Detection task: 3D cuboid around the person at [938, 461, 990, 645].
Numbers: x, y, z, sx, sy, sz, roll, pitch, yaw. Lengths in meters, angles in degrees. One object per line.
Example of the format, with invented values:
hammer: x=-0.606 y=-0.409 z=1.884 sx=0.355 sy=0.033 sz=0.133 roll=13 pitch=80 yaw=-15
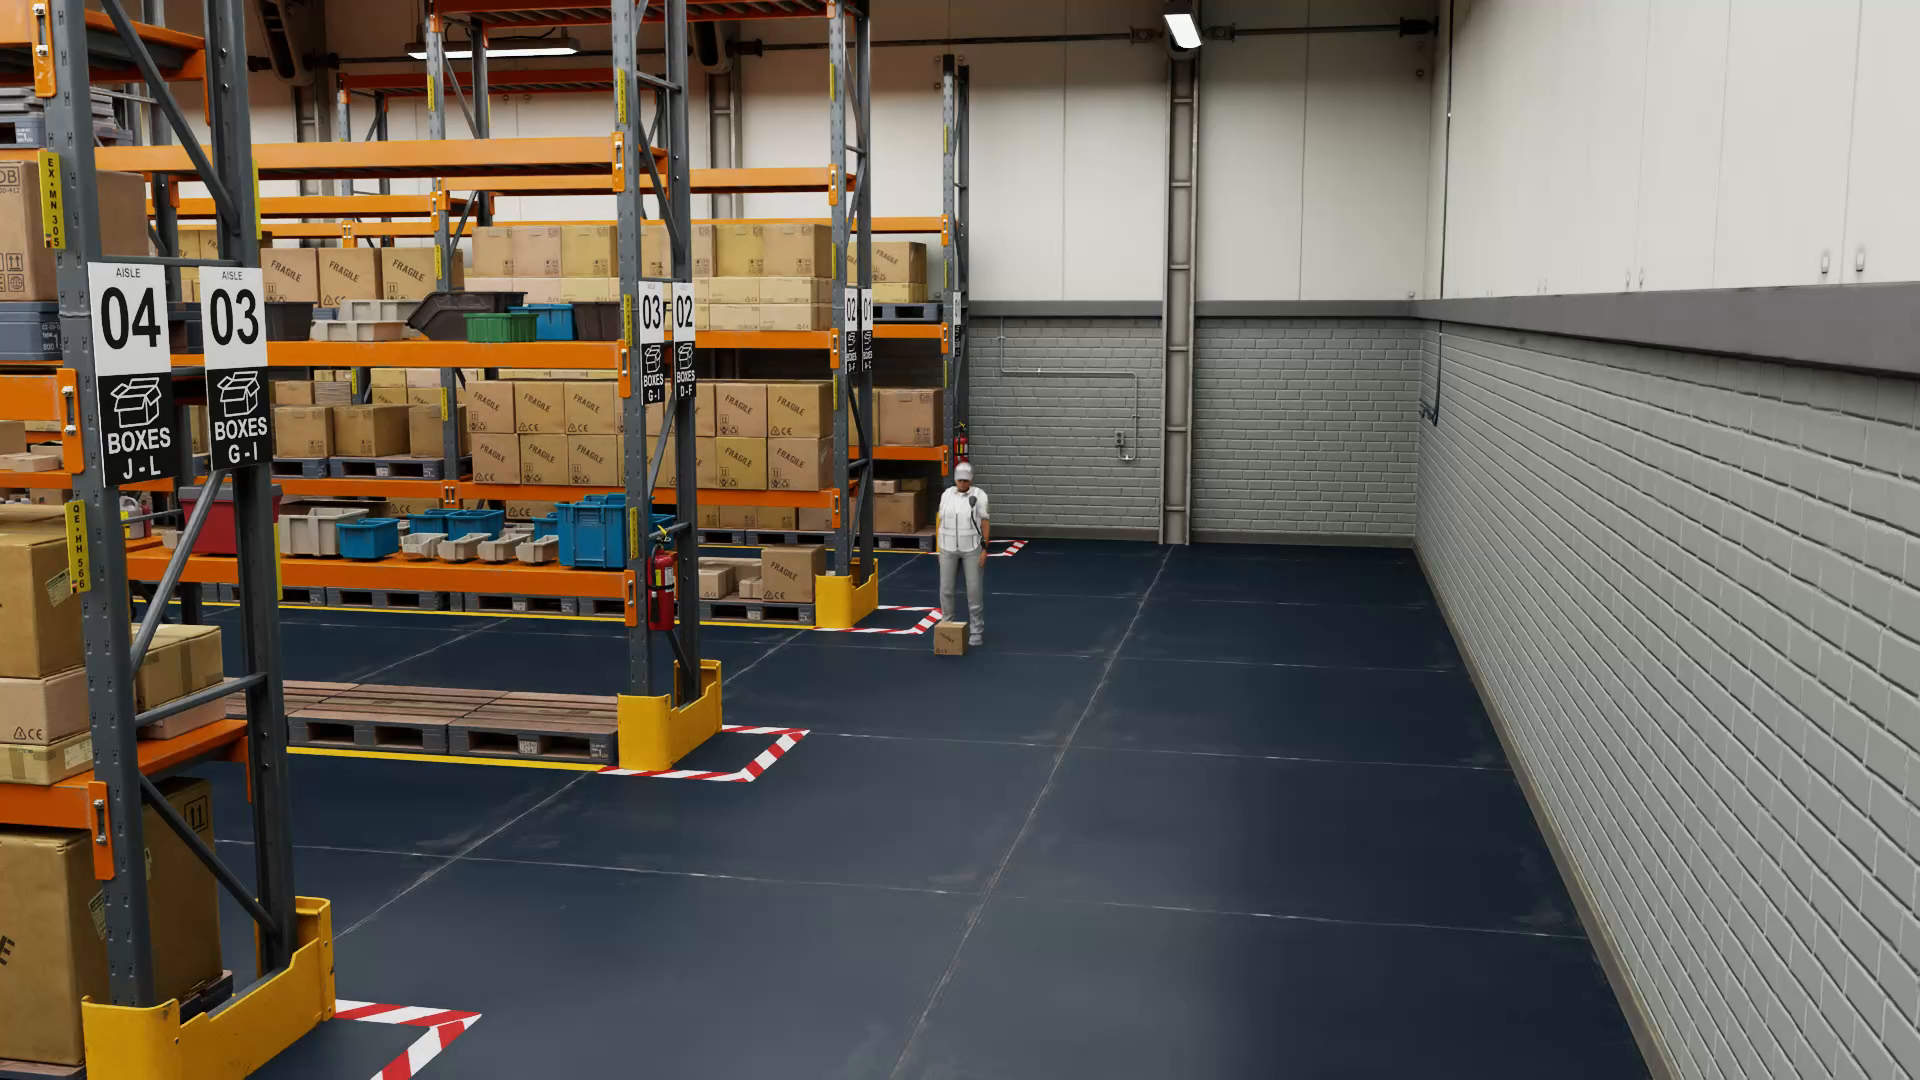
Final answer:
person: x=0.030 y=0.113 z=15.053 sx=0.470 sy=1.659 sz=0.367 roll=2 pitch=8 yaw=12
